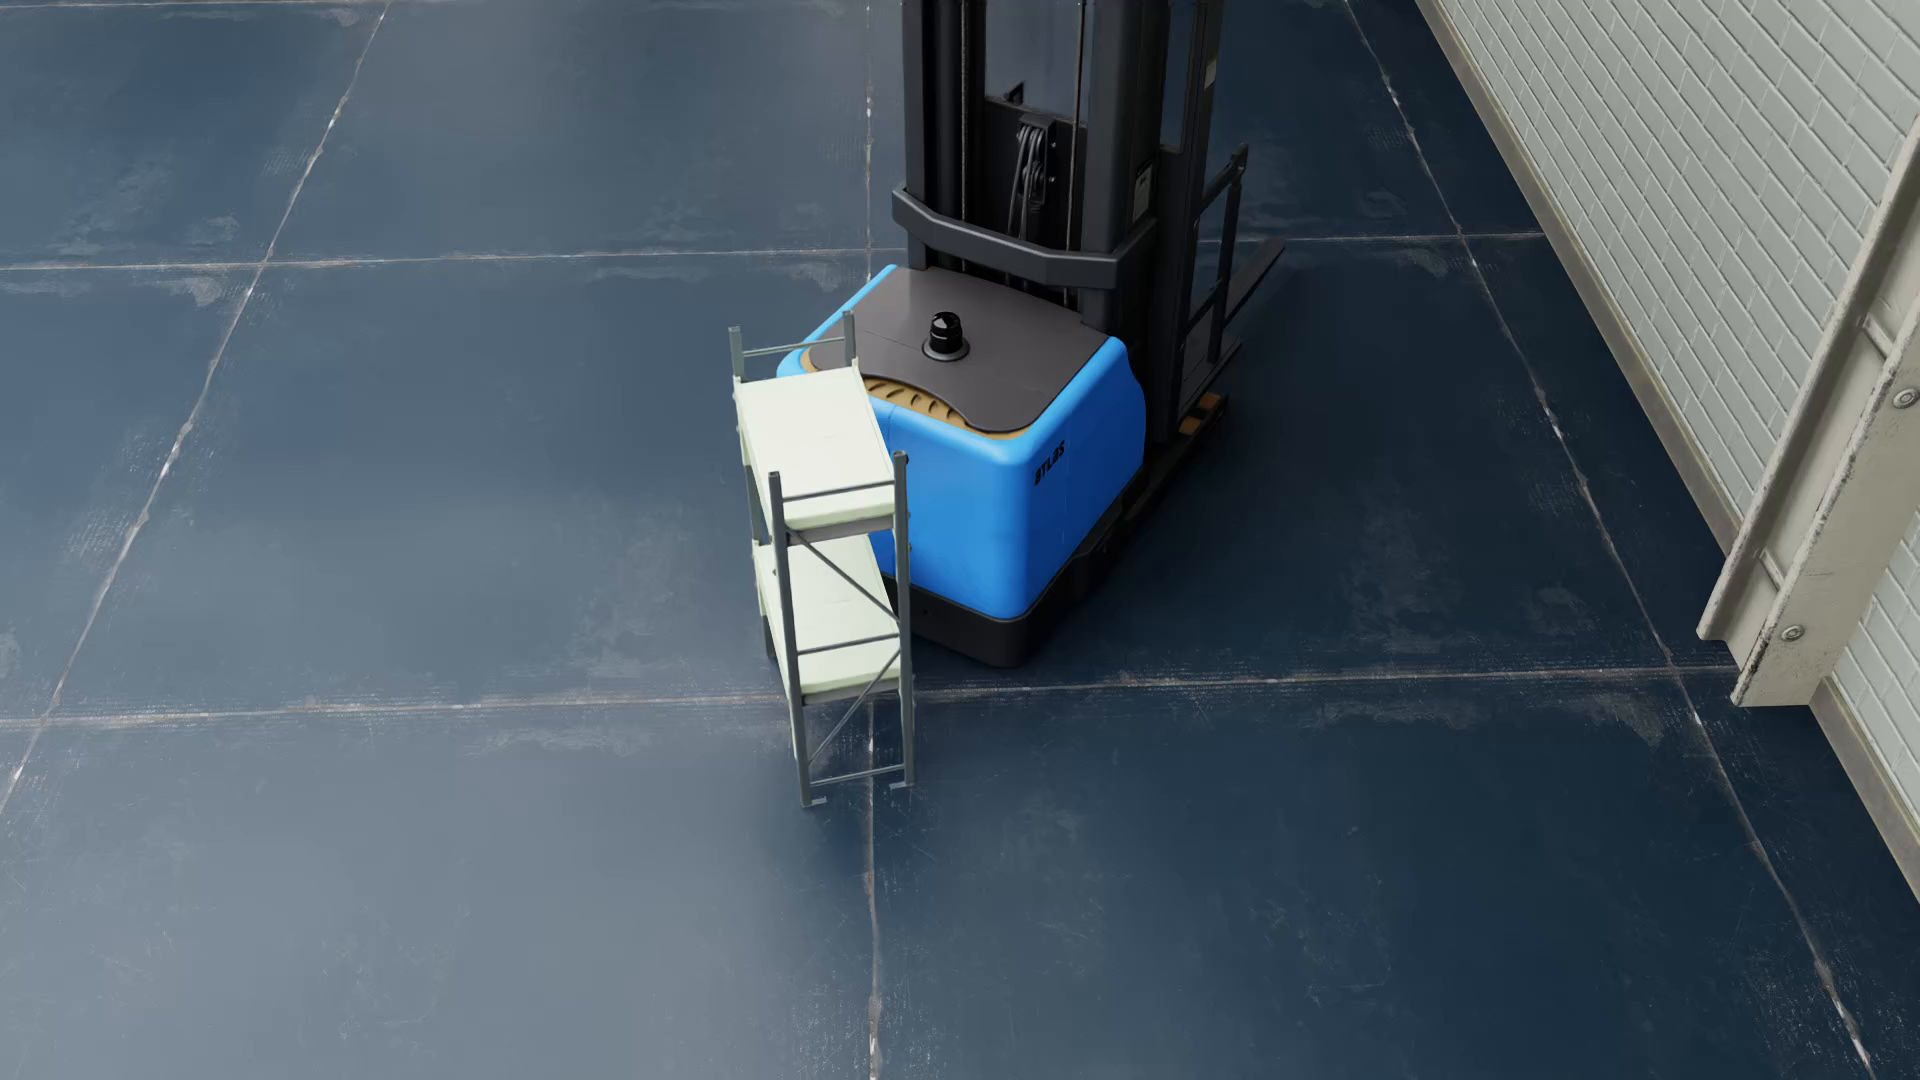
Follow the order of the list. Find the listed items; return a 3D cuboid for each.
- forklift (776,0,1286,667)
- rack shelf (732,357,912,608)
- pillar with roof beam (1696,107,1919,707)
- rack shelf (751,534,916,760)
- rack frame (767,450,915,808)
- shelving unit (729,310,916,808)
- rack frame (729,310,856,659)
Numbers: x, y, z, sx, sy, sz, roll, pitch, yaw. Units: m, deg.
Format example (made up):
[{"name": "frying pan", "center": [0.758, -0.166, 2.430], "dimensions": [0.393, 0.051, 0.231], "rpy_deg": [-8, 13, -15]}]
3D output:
[{"name": "forklift", "center": [0.514, -1.592, 6.318], "dimensions": [1.130, 2.935, 3.031], "rpy_deg": [22, 47, 22]}, {"name": "rack shelf", "center": [-0.444, -0.195, 5.275], "dimensions": [0.431, 0.370, 0.720], "rpy_deg": [-10, 43, -11]}, {"name": "pillar with roof beam", "center": [-1.318, -2.723, 3.061], "dimensions": [9.100, 9.000, 0.400], "rpy_deg": [-2, 43, -2]}, {"name": "rack shelf", "center": [-0.444, 0.333, 5.759], "dimensions": [0.431, 0.370, 0.720], "rpy_deg": [-10, 43, -11]}, {"name": "rack frame", "center": [-0.353, 0.333, 5.277], "dimensions": [0.400, 1.500, 0.023], "rpy_deg": [-10, 43, -11]}, {"name": "shelving unit", "center": [-0.444, 0.093, 5.538], "dimensions": [0.431, 1.500, 0.755], "rpy_deg": [-10, 43, -11]}, {"name": "rack frame", "center": [-0.536, -0.146, 5.800], "dimensions": [0.400, 1.500, 0.023], "rpy_deg": [-10, 43, -11]}]
